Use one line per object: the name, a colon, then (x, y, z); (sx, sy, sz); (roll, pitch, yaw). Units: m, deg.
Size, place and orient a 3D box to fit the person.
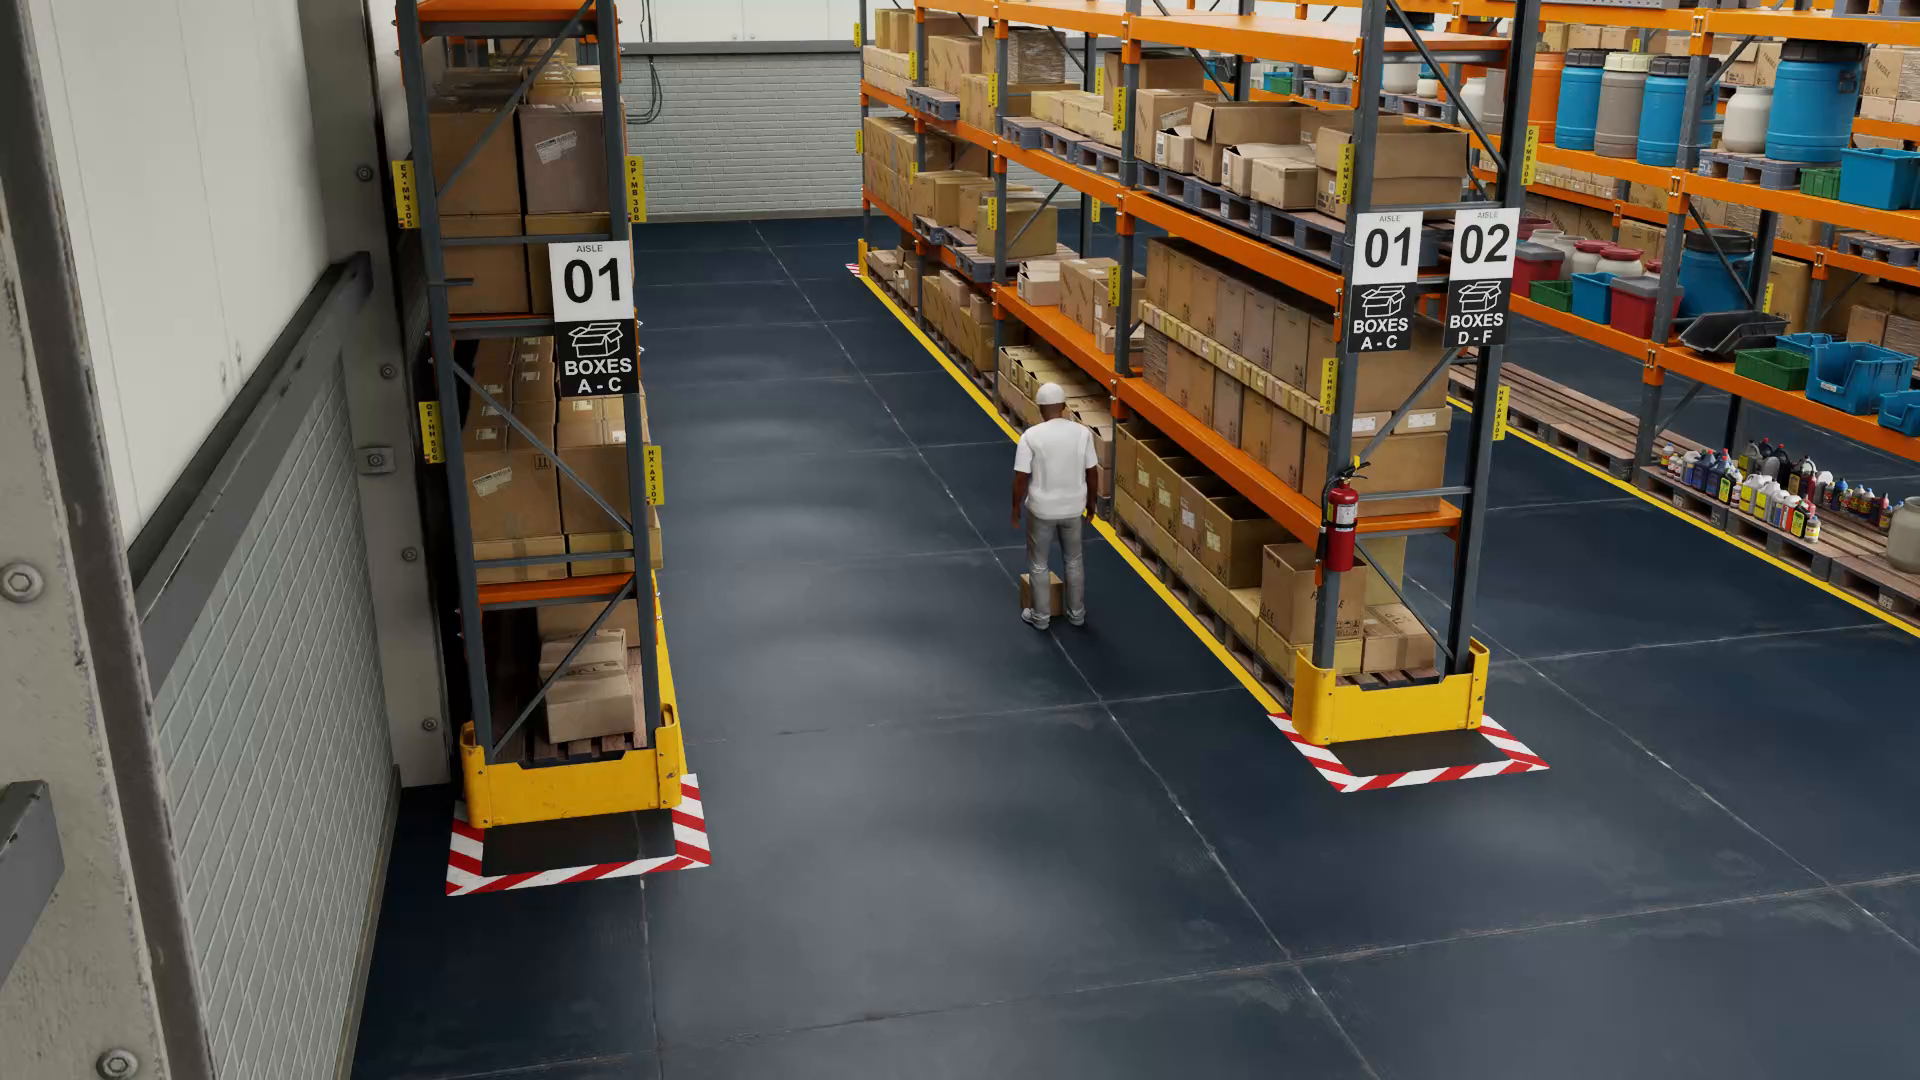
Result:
person: (0.664, -0.239, 11.717); (0.627, 1.761, 0.456); (-4, 20, -12)
